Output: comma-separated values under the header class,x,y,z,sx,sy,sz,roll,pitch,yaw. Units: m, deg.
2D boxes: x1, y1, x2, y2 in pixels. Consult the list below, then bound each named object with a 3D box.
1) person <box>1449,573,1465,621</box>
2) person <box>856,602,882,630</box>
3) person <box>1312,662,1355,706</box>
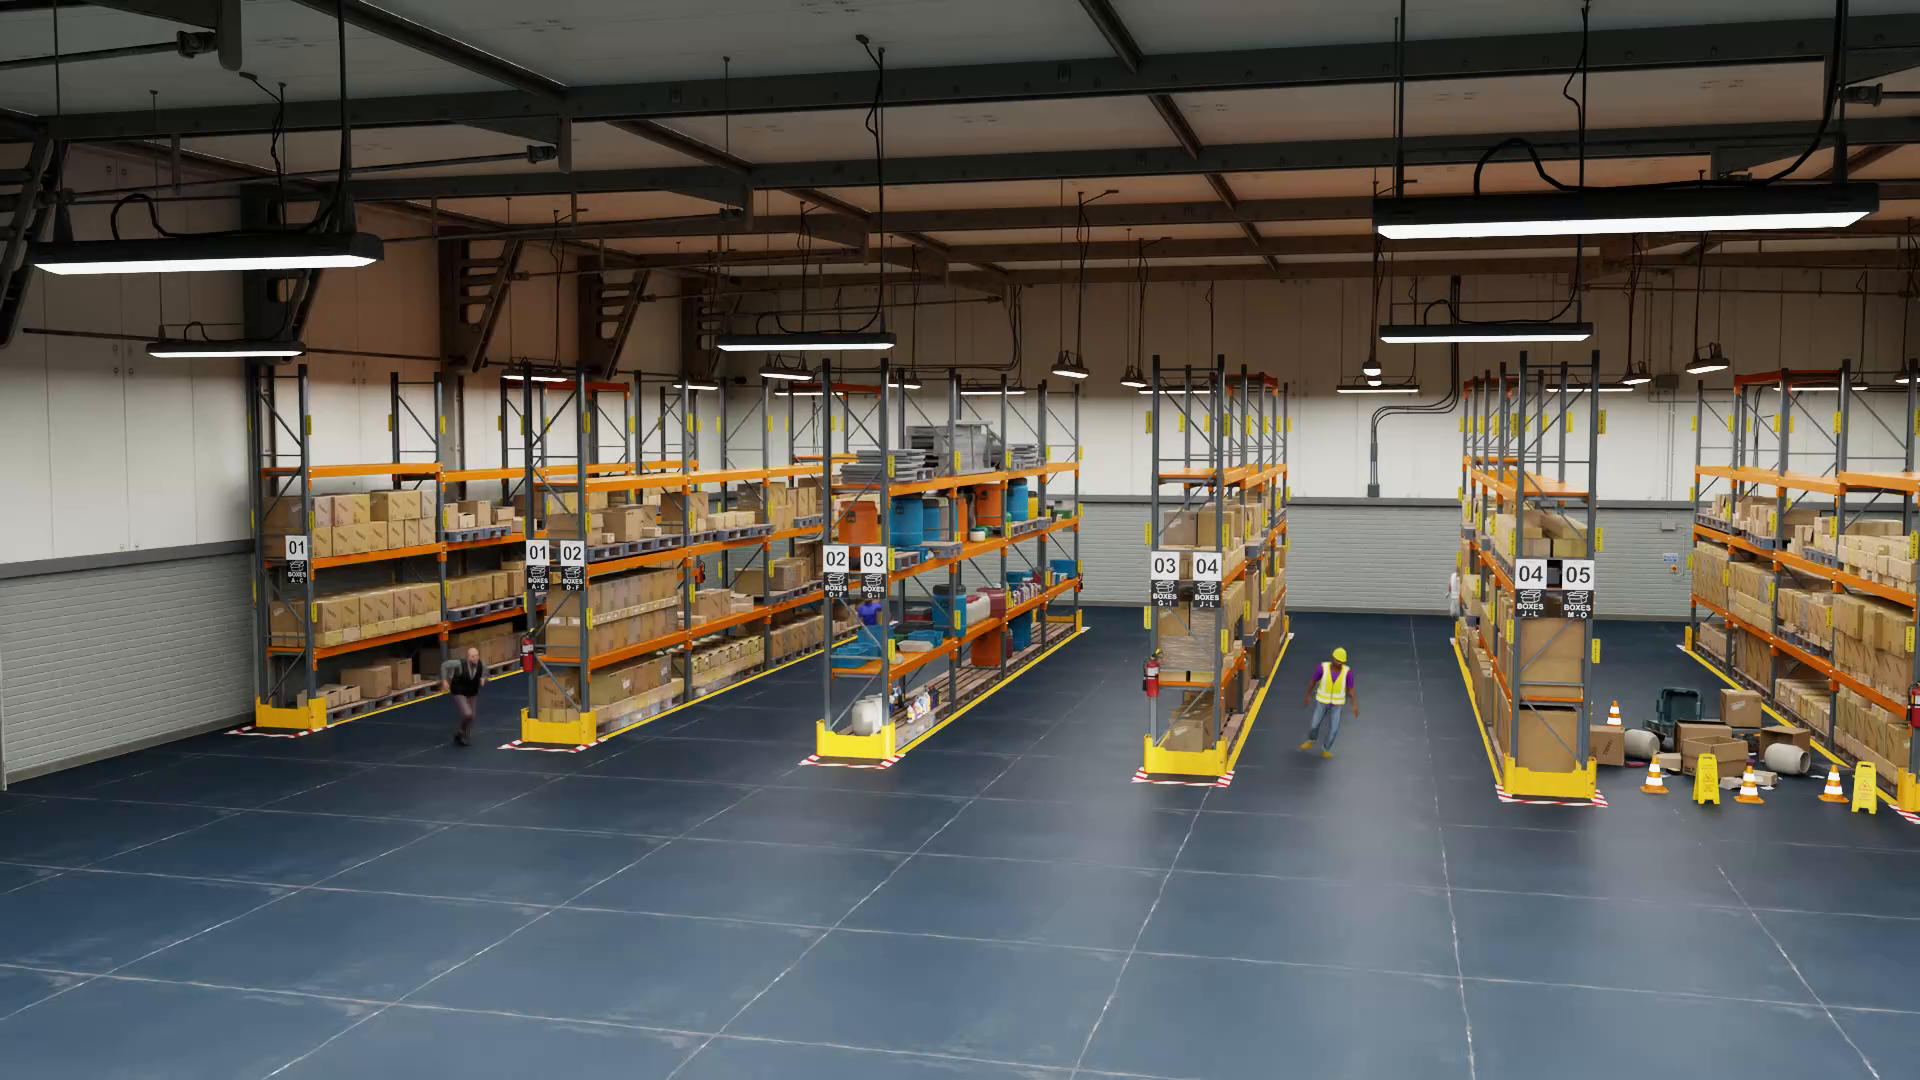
class,x,y,z,sx,sy,sz,roll,pitch,yaw
person,12.037,1.521,39.934,0.651,1.462,0.571,3,5,41
person,-1.803,1.971,33.519,0.524,1.506,0.808,1,4,18
person,5.585,2.137,24.884,0.627,0.655,0.401,0,4,6
